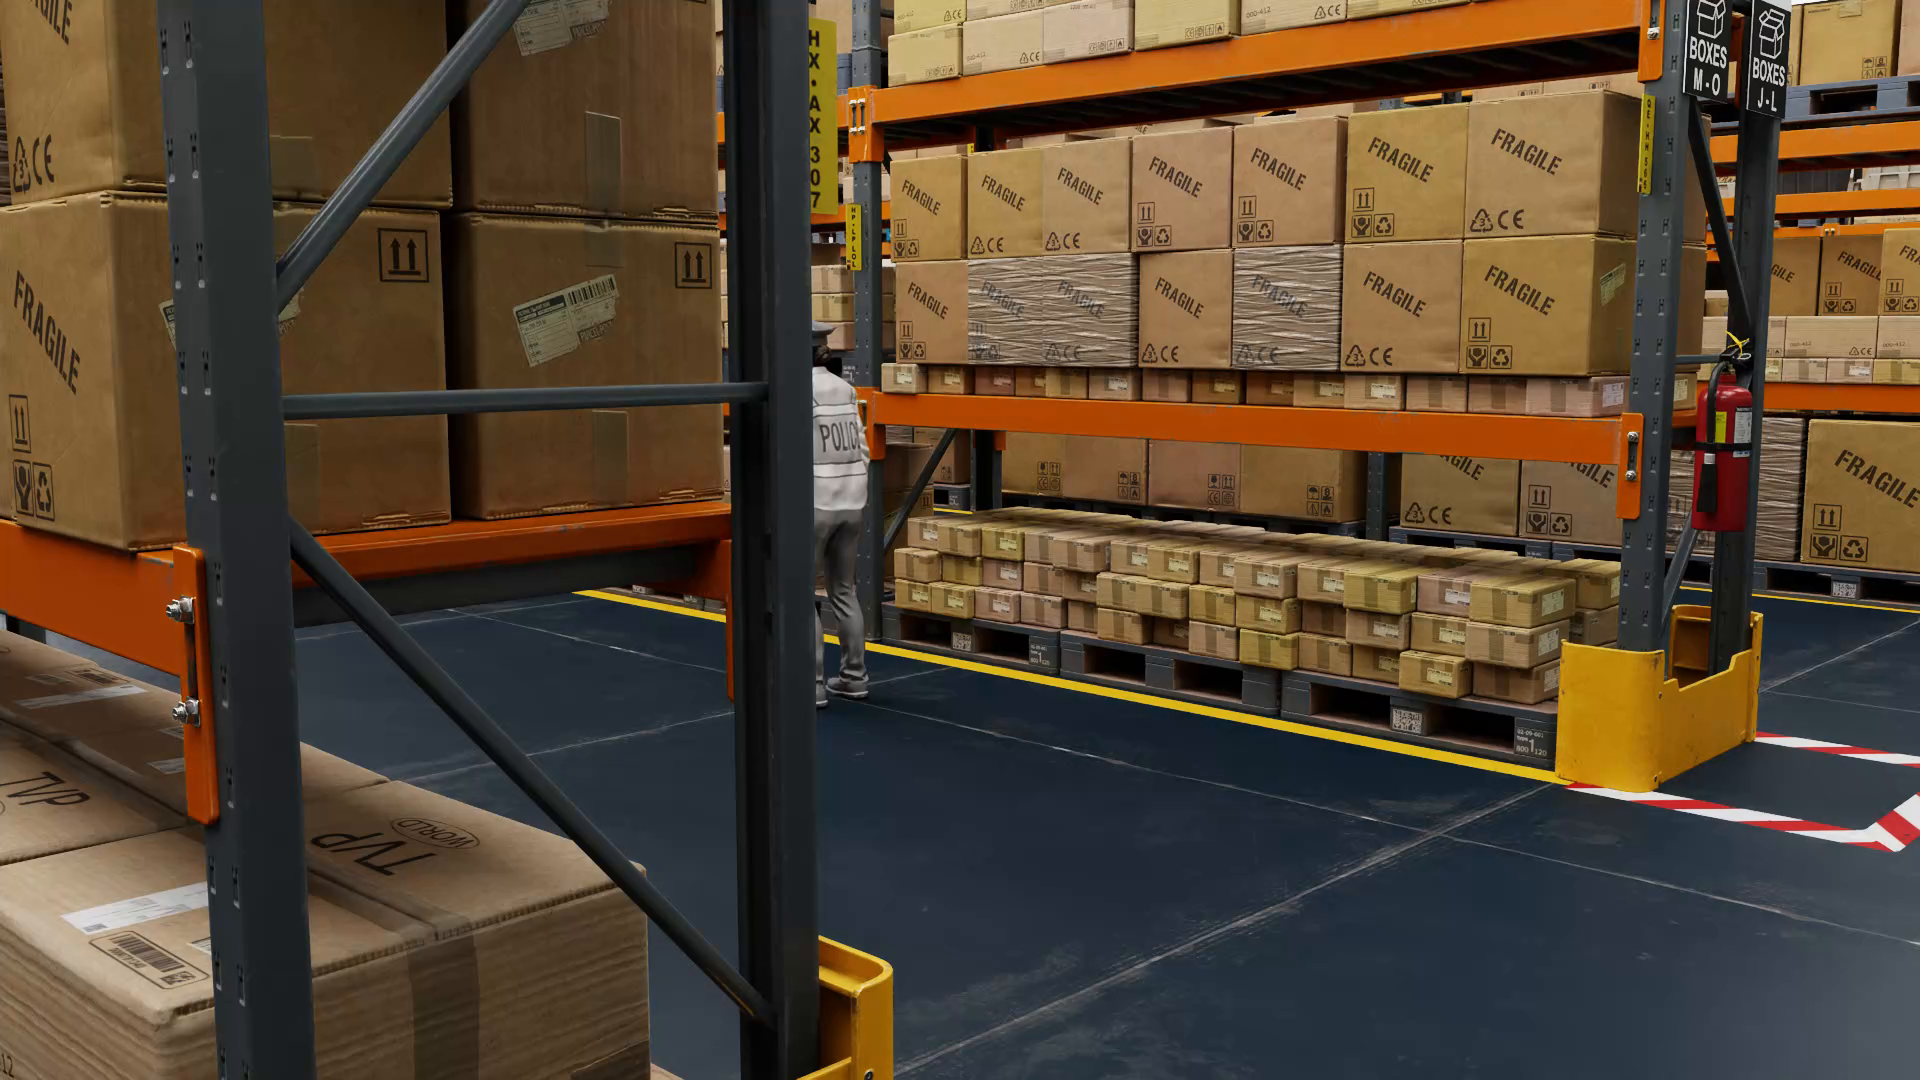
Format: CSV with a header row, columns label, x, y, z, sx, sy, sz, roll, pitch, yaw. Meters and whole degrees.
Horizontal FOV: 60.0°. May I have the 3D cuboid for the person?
label,x,y,z,sx,sy,sz,roll,pitch,yaw
person,-0.608,-0.114,7.165,0.375,1.662,0.541,6,9,40
